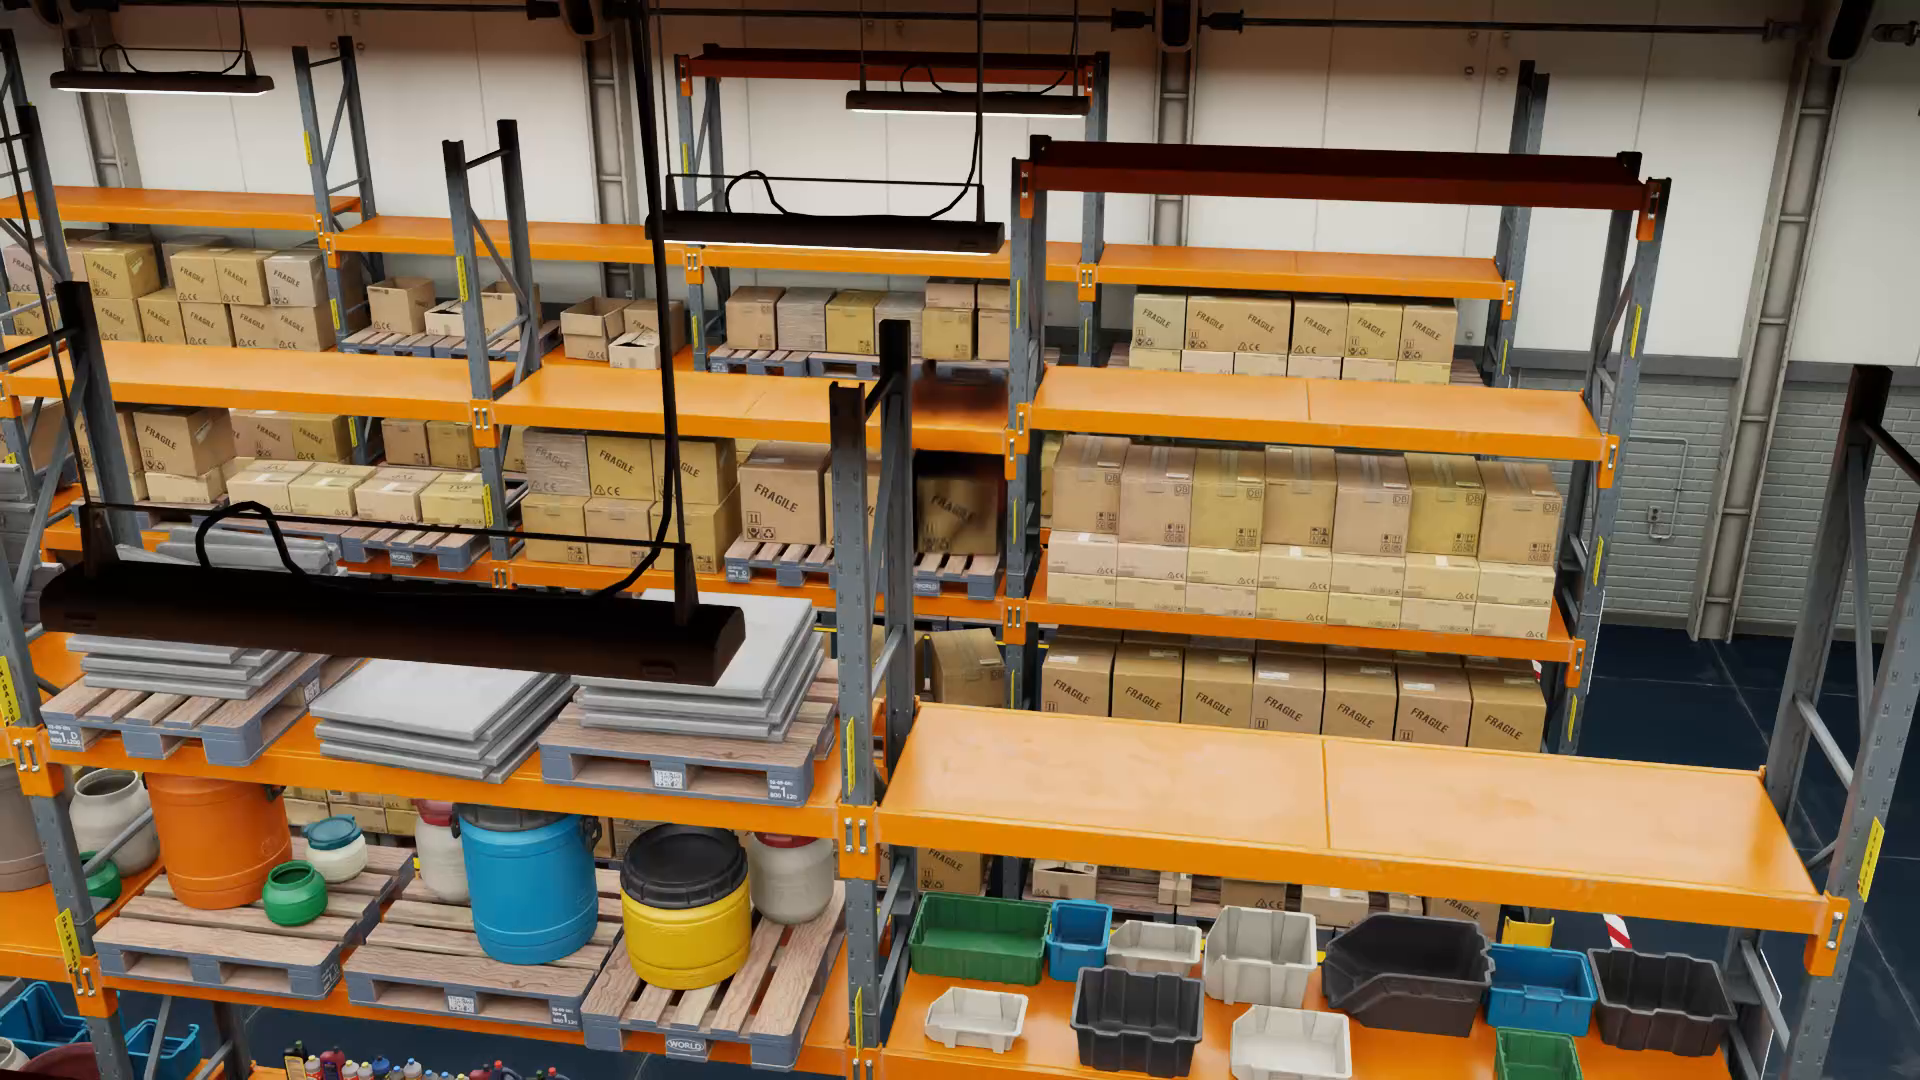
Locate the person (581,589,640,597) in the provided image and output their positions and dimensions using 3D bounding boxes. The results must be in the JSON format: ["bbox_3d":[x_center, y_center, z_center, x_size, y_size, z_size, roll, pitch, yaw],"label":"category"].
[{"bbox_3d":[-3.555,0.501,16.937,0.607,1.607,0.381,6,24,13],"label":"person"}]
